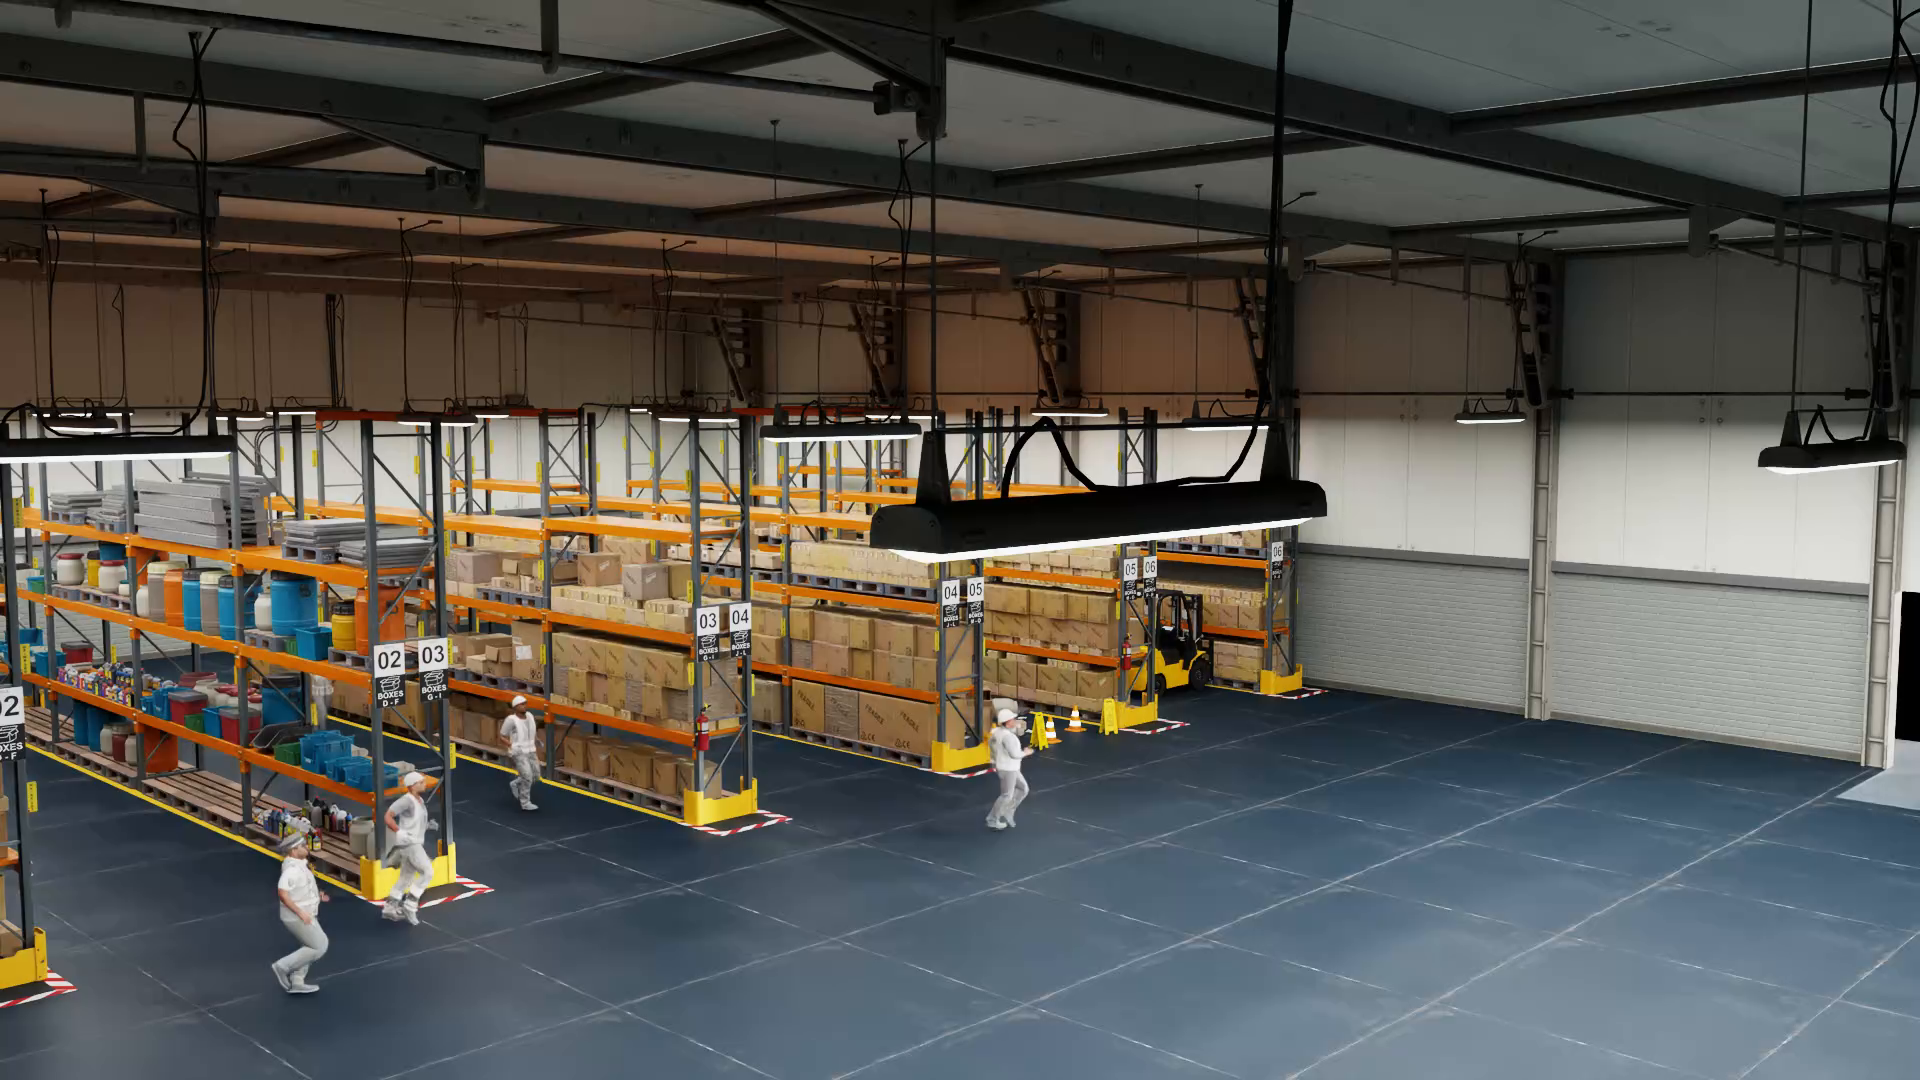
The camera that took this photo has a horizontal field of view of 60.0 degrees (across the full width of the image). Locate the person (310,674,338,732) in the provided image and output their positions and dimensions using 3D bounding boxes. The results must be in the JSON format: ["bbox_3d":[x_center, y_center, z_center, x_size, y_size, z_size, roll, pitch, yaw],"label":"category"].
[{"bbox_3d":[-11.539,2.829,30.125,0.553,1.753,0.799,-5,7,-42],"label":"person"}]

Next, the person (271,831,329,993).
[{"bbox_3d":[-6.942,3.920,17.489,0.596,1.739,0.668,-2,6,-24],"label":"person"}]

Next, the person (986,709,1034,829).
[{"bbox_3d":[0.720,3.319,24.080,0.699,1.781,0.627,0,5,-5],"label":"person"}]

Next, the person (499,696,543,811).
[{"bbox_3d":[-6.681,3.227,25.282,0.667,1.735,0.685,3,6,32],"label":"person"}]

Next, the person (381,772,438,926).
[{"bbox_3d":[-6.612,3.689,20.004,0.664,1.791,0.694,-1,5,-9],"label":"person"}]
